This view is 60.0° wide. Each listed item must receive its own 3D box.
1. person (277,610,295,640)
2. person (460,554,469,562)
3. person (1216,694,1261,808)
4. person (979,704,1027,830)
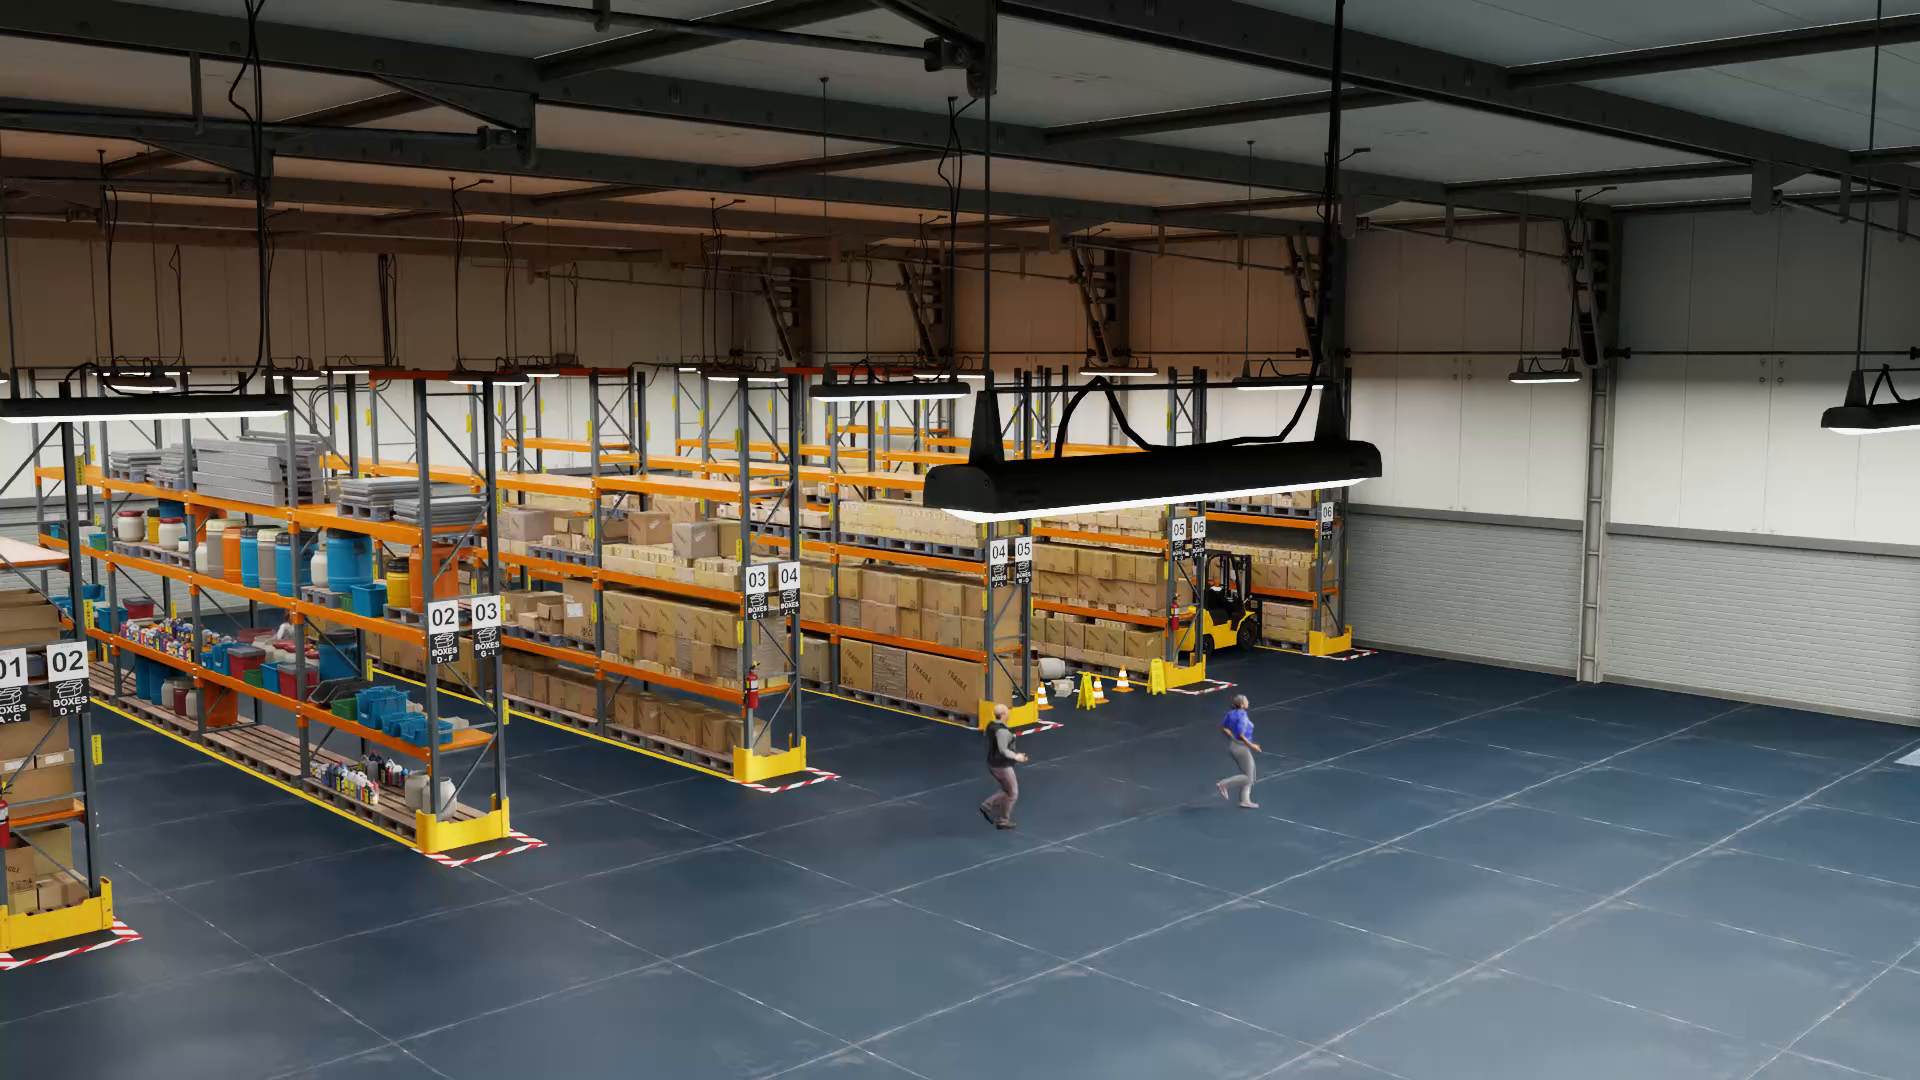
[{"bbox_3d":[-12.431,2.084,30.848,0.819,1.573,0.540,4,8,31],"label":"person"},{"bbox_3d":[-11.415,1.169,38.217,0.704,1.753,0.827,-1,7,-11],"label":"person"},{"bbox_3d":[3.844,2.948,23.105,0.668,1.614,0.584,-2,7,-15],"label":"person"},{"bbox_3d":[0.559,3.008,22.097,0.587,1.681,0.680,-2,7,-17],"label":"person"}]
